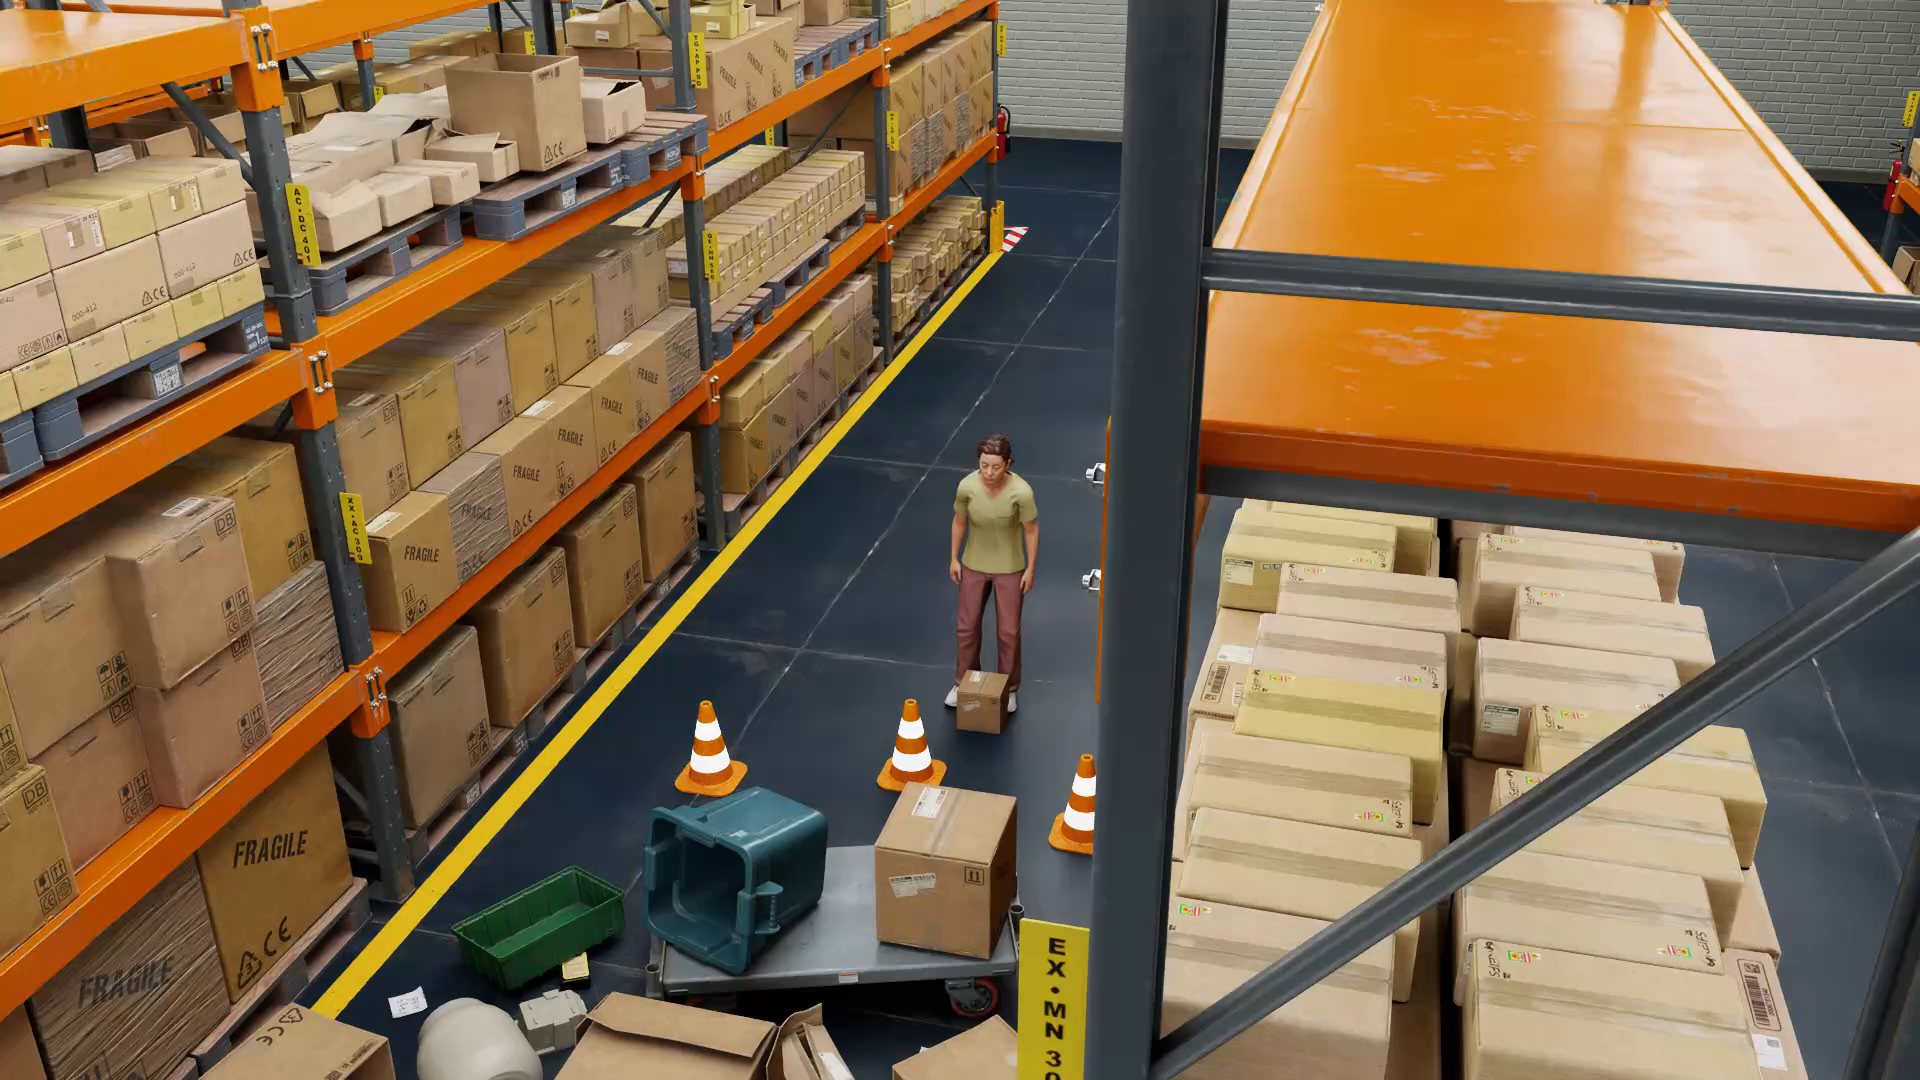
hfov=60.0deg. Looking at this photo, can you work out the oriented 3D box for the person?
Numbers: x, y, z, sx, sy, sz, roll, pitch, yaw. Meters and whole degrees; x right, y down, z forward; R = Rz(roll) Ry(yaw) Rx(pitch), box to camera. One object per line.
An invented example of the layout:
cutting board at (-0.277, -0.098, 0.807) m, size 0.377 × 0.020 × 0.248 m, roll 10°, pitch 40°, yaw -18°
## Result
person at (0.183, 0.171, 9.339) m, size 0.499 × 1.673 × 0.355 m, roll 6°, pitch 26°, yaw 13°
